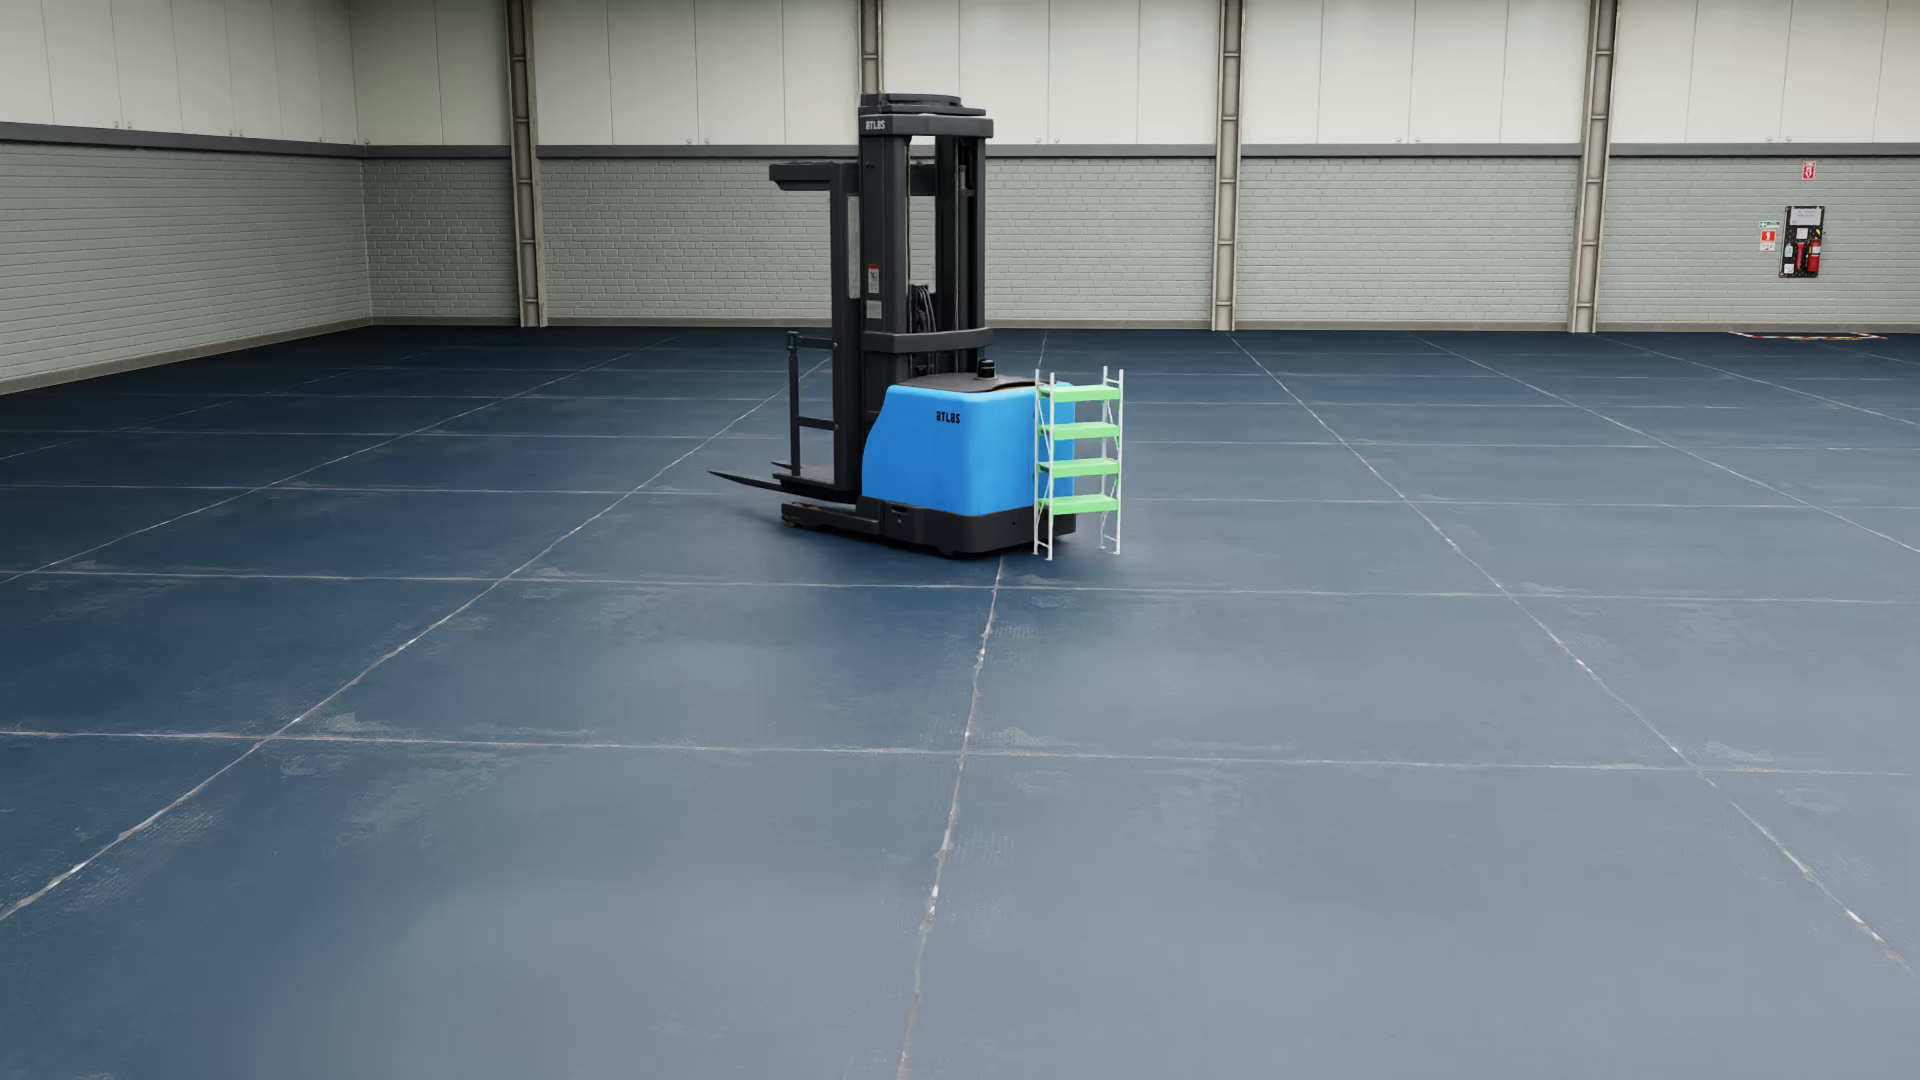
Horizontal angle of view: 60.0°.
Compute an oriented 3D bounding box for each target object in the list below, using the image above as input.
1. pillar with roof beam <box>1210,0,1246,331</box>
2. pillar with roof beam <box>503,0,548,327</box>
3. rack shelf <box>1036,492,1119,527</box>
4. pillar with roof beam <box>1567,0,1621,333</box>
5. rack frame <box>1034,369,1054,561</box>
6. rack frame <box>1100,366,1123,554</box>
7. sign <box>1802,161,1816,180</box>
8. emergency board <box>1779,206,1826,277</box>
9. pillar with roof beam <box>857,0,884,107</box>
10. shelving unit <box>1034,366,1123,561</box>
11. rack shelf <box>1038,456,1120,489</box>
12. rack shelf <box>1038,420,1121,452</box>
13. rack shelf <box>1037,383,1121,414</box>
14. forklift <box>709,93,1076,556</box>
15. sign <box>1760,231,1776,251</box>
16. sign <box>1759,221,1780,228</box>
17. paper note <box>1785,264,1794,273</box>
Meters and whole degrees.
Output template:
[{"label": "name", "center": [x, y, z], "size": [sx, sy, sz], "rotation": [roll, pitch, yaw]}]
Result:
[{"label": "pillar with roof beam", "center": [4.201, -7.120, 23.327], "size": [0.400, 9.000, 9.100], "rotation": [1, 12, 4]}, {"label": "pillar with roof beam", "center": [-7.772, -7.284, 24.112], "size": [0.400, 9.000, 9.100], "rotation": [1, 12, 4]}, {"label": "rack shelf", "center": [0.759, -0.200, 10.776], "size": [0.480, 0.148, 0.258], "rotation": [-5, 13, -22]}, {"label": "pillar with roof beam", "center": [10.188, -7.038, 22.935], "size": [0.400, 9.000, 9.100], "rotation": [1, 12, 4]}, {"label": "rack frame", "center": [0.534, -0.478, 10.622], "size": [0.015, 1.200, 0.240], "rotation": [-5, 13, -22]}, {"label": "rack frame", "center": [0.985, -0.516, 10.806], "size": [0.015, 1.200, 0.240], "rotation": [-5, 13, -22]}, {"label": "sign", "center": [13.998, -6.095, 27.420], "size": [0.199, 0.298, 0.001], "rotation": [1, 12, 4]}, {"label": "emergency board", "center": [13.999, -4.940, 27.560], "size": [0.643, 1.169, 0.194], "rotation": [1, 12, 4]}, {"label": "pillar with roof beam", "center": [-1.785, -7.202, 23.720], "size": [0.400, 9.000, 9.100], "rotation": [1, 12, 4]}, {"label": "shelving unit", "center": [0.759, -0.497, 10.714], "size": [0.503, 1.200, 0.258], "rotation": [-5, 13, -22]}, {"label": "rack shelf", "center": [0.759, -0.435, 10.727], "size": [0.480, 0.148, 0.258], "rotation": [-5, 13, -22]}, {"label": "rack shelf", "center": [0.759, -0.669, 10.678], "size": [0.480, 0.148, 0.258], "rotation": [-5, 13, -22]}, {"label": "rack shelf", "center": [0.759, -0.904, 10.629], "size": [0.480, 0.148, 0.258], "rotation": [-5, 13, -22]}, {"label": "forklift", "center": [-0.615, -1.568, 11.607], "size": [1.130, 2.935, 3.031], "rotation": [-11, 16, -44]}, {"label": "sign", "center": [13.454, -4.986, 27.693], "size": [0.234, 0.329, 0.001], "rotation": [1, 12, 4]}, {"label": "sign", "center": [13.458, -5.244, 27.630], "size": [0.331, 0.109, 0.001], "rotation": [1, 12, 4]}, {"label": "paper note", "center": [13.827, -4.526, 27.729], "size": [0.142, 0.148, 0.016], "rotation": [1, 12, 4]}]
